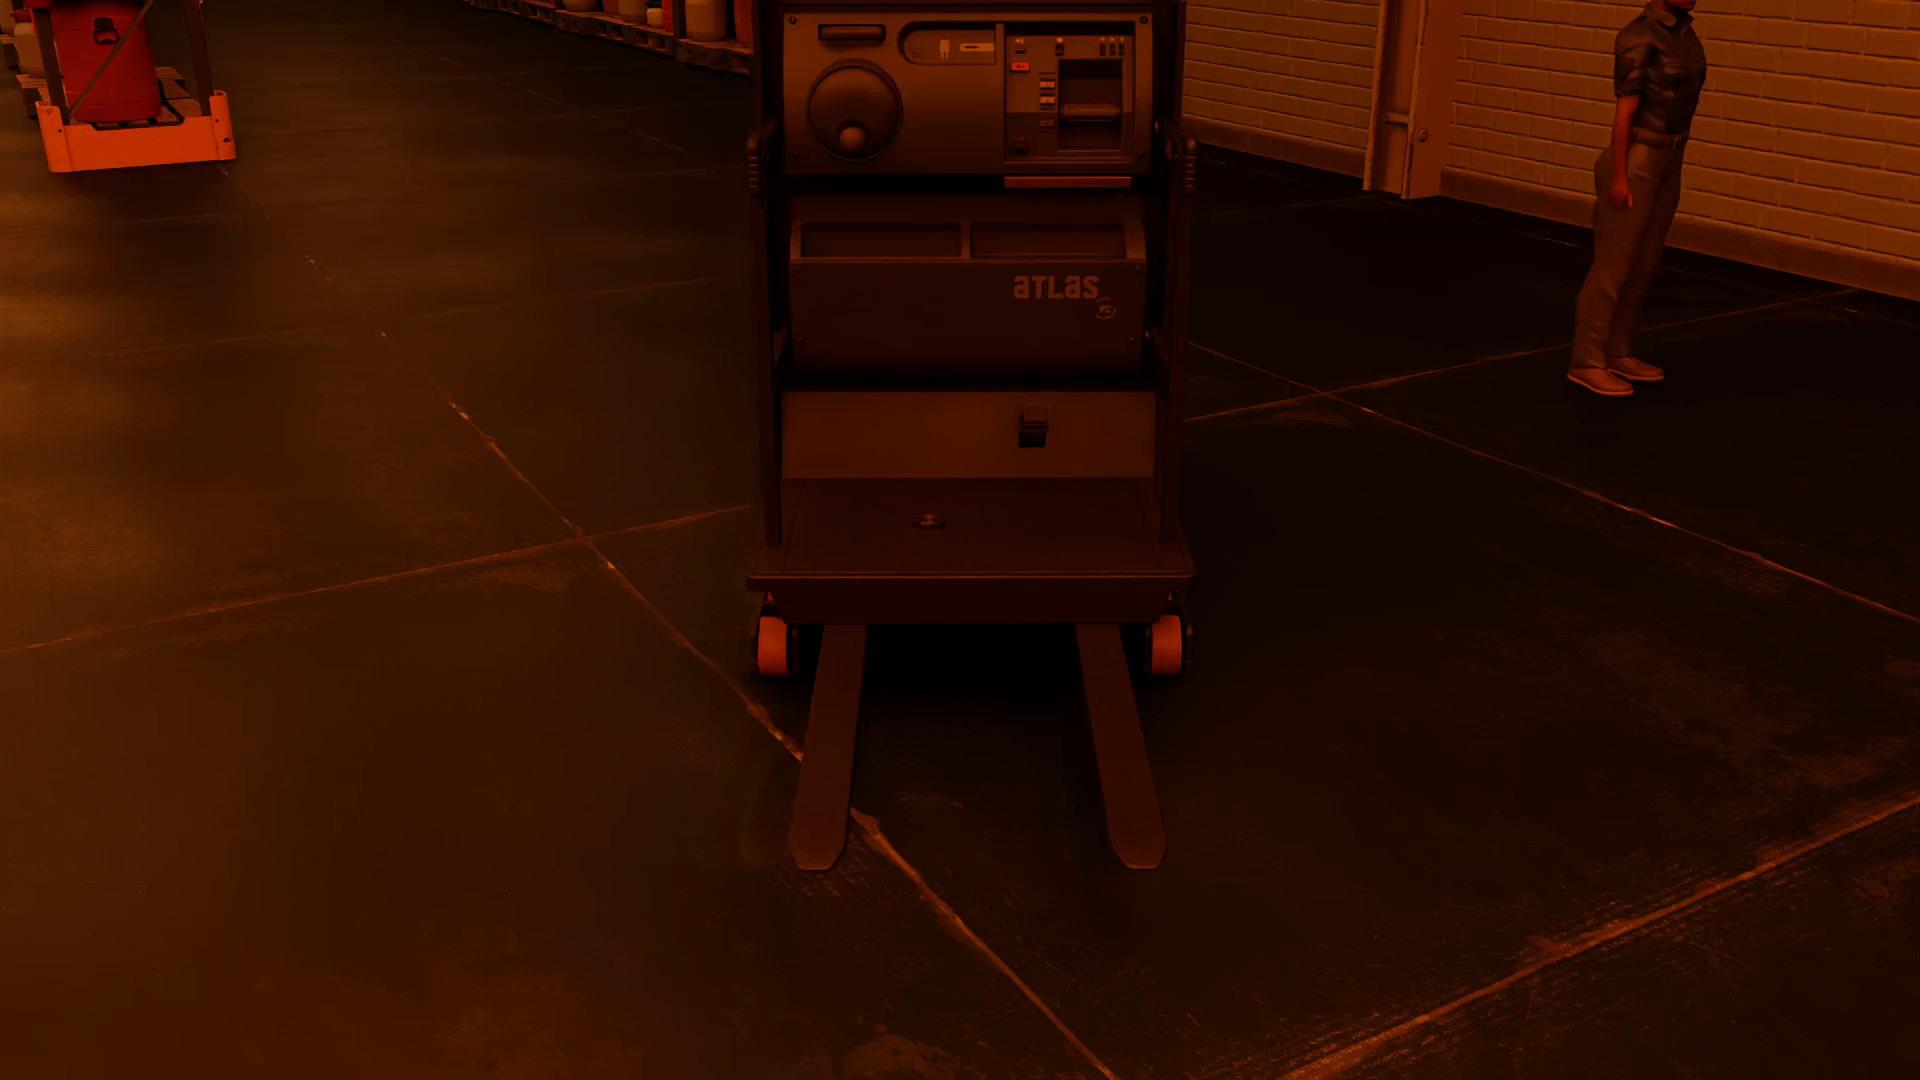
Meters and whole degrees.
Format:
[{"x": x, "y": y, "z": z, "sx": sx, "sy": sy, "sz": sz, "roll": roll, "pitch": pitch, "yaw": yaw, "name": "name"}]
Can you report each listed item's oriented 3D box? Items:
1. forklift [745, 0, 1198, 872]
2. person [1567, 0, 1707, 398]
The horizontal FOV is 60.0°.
[{"x": 0.024, "y": -1.118, "z": 3.997, "sx": 1.130, "sy": 2.935, "sz": 3.031, "roll": 0, "pitch": 22, "yaw": 0, "name": "forklift"}, {"x": 2.630, "y": -1.405, "z": 6.376, "sx": 0.446, "sy": 1.662, "sz": 0.324, "roll": -19, "pitch": 29, "yaw": -39, "name": "person"}]
